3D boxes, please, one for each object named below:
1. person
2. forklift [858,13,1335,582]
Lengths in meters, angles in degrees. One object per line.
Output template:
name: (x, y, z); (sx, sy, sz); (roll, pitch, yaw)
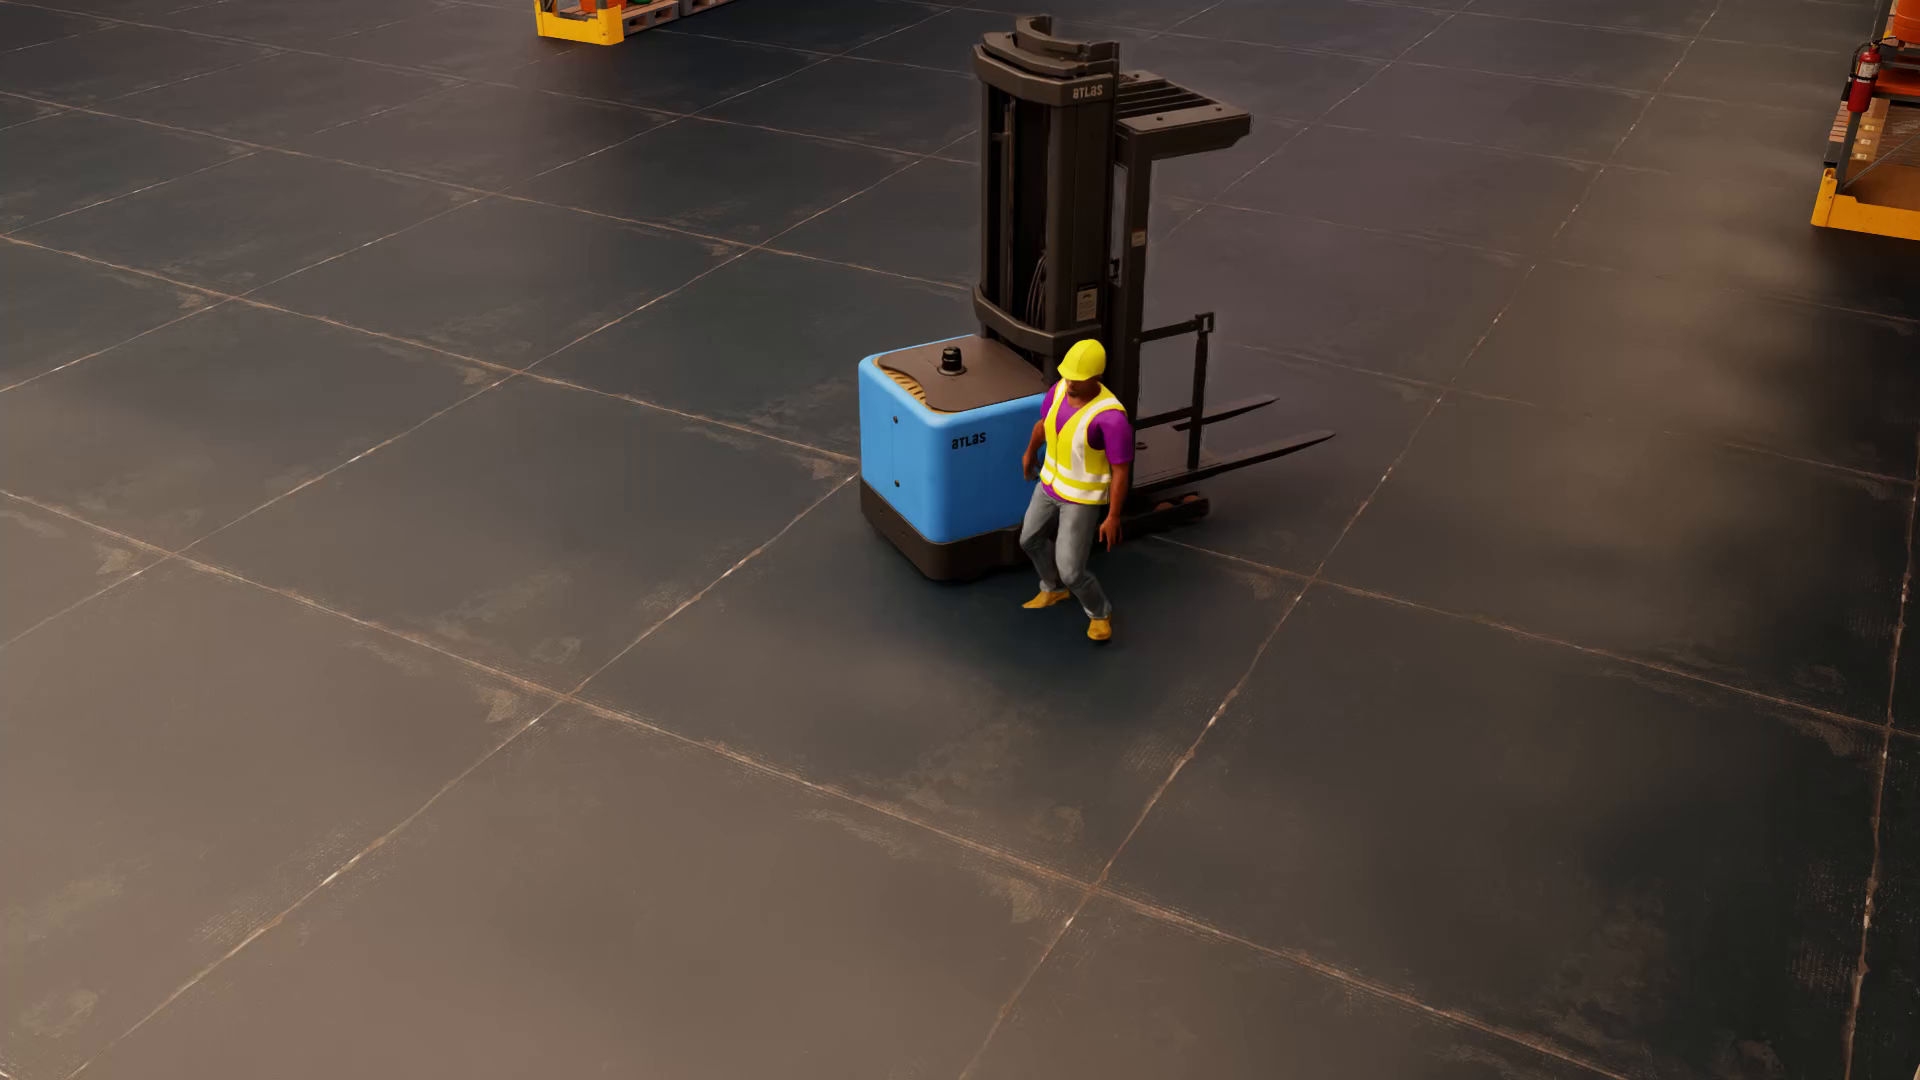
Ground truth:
person: (0.580, -0.282, 8.840); (0.396, 1.742, 0.866); (-16, 34, -26)
forklift: (0.936, -1.547, 9.751); (3.031, 2.935, 1.130); (-15, 33, -24)
